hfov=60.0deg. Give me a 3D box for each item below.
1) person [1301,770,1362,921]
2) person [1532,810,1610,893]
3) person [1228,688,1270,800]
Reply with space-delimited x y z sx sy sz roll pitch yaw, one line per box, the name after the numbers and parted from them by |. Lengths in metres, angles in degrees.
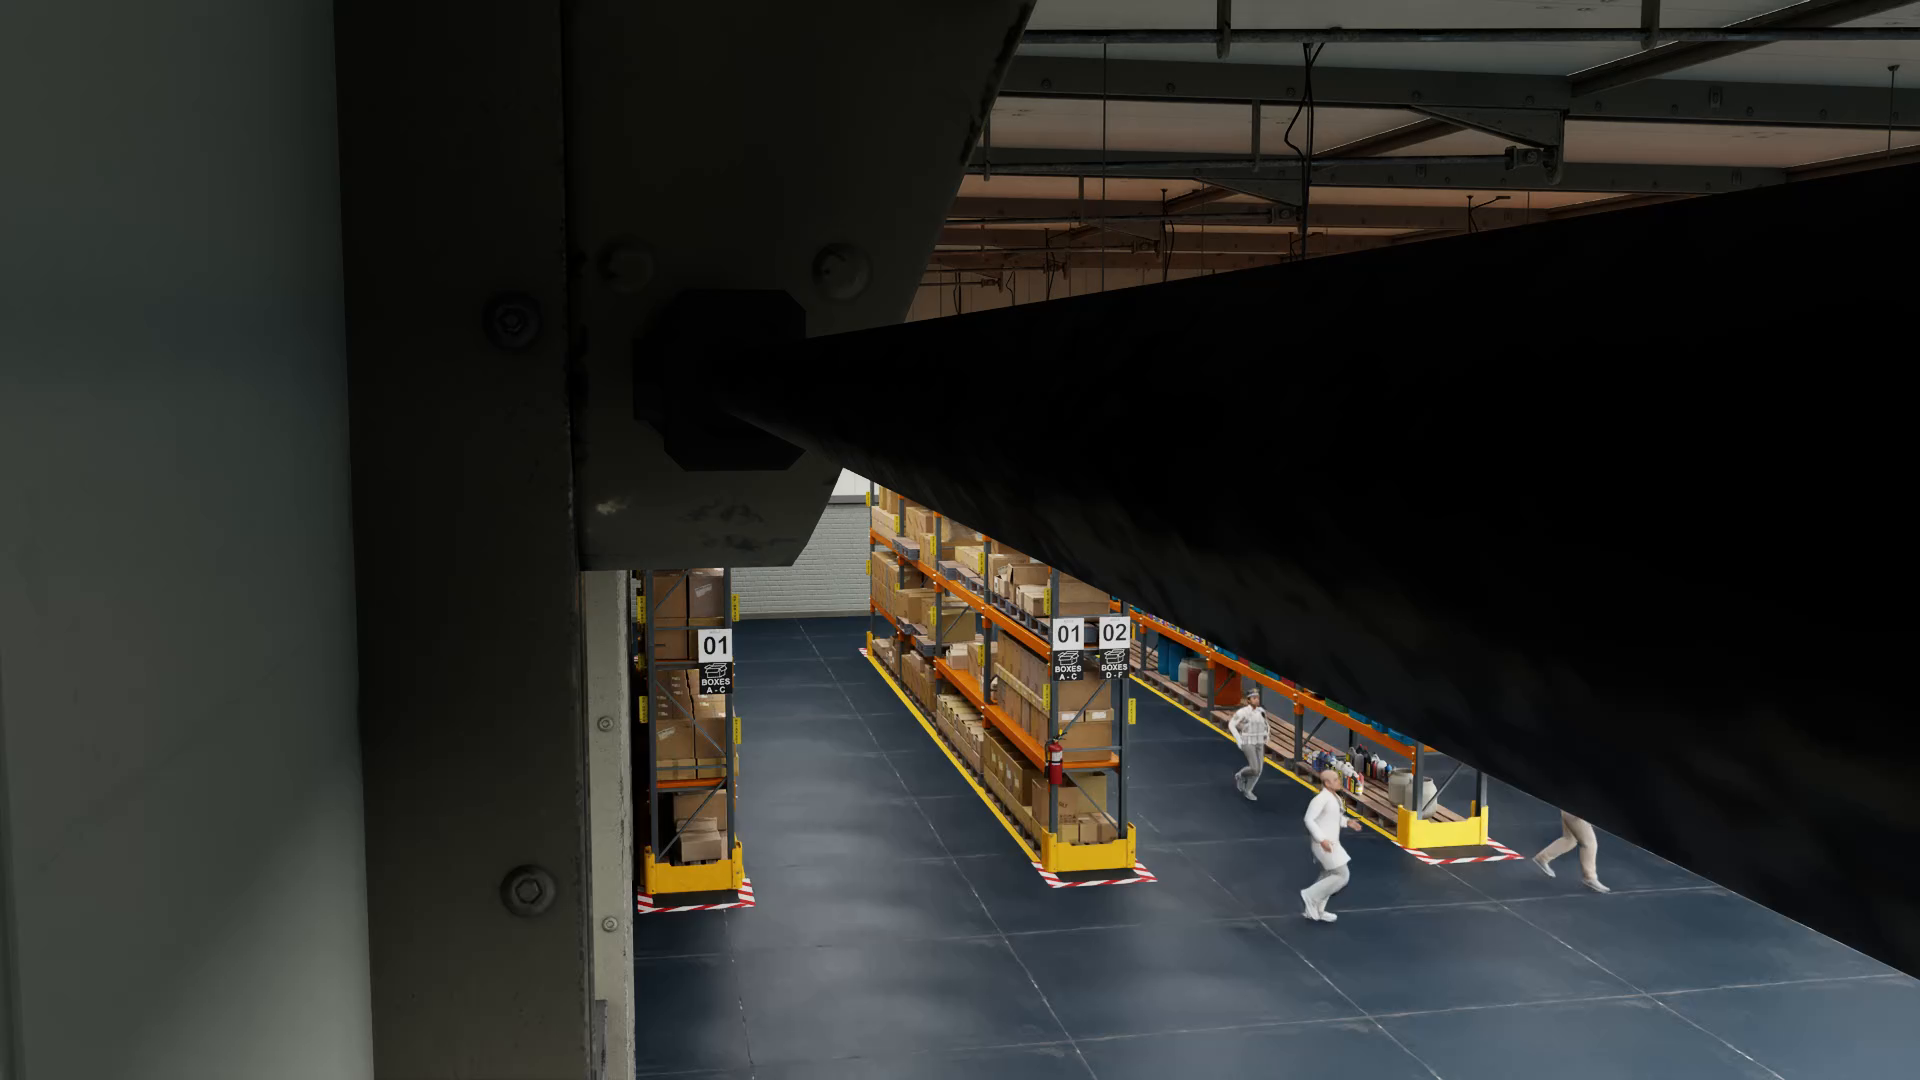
4.243 3.483 18.987 0.646 1.747 0.691 2 6 17 | person
7.487 3.351 20.273 0.895 1.748 0.668 3 7 26 | person
4.285 2.979 24.255 0.608 1.656 0.540 -3 7 -24 | person
